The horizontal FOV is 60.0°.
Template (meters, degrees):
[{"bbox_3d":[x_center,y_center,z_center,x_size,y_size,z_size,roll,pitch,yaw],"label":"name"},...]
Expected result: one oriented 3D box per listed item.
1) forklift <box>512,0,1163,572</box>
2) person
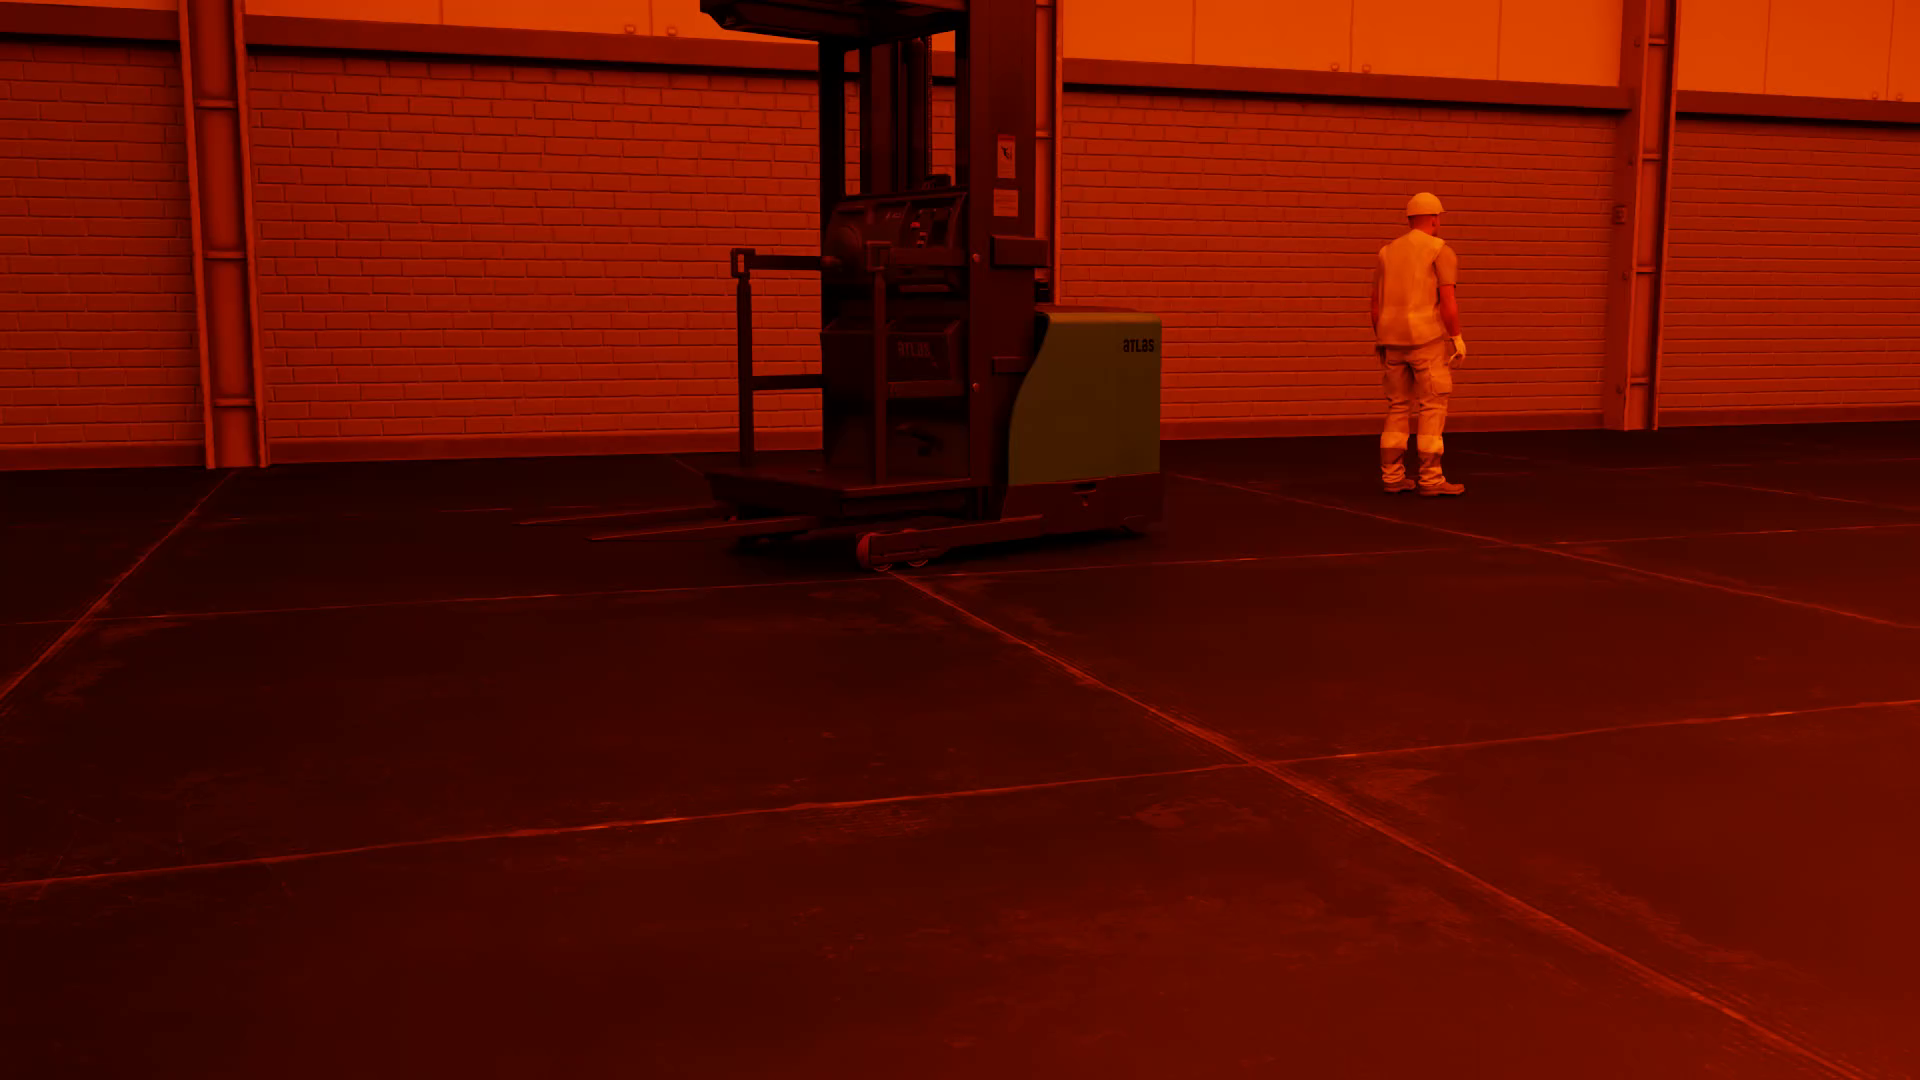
[{"bbox_3d":[-0.461,-1.399,7.333,3.031,2.935,1.130,-7,10,-40],"label":"forklift"},{"bbox_3d":[2.717,-1.163,9.886,0.447,1.780,0.623,-6,10,-38],"label":"person"}]
